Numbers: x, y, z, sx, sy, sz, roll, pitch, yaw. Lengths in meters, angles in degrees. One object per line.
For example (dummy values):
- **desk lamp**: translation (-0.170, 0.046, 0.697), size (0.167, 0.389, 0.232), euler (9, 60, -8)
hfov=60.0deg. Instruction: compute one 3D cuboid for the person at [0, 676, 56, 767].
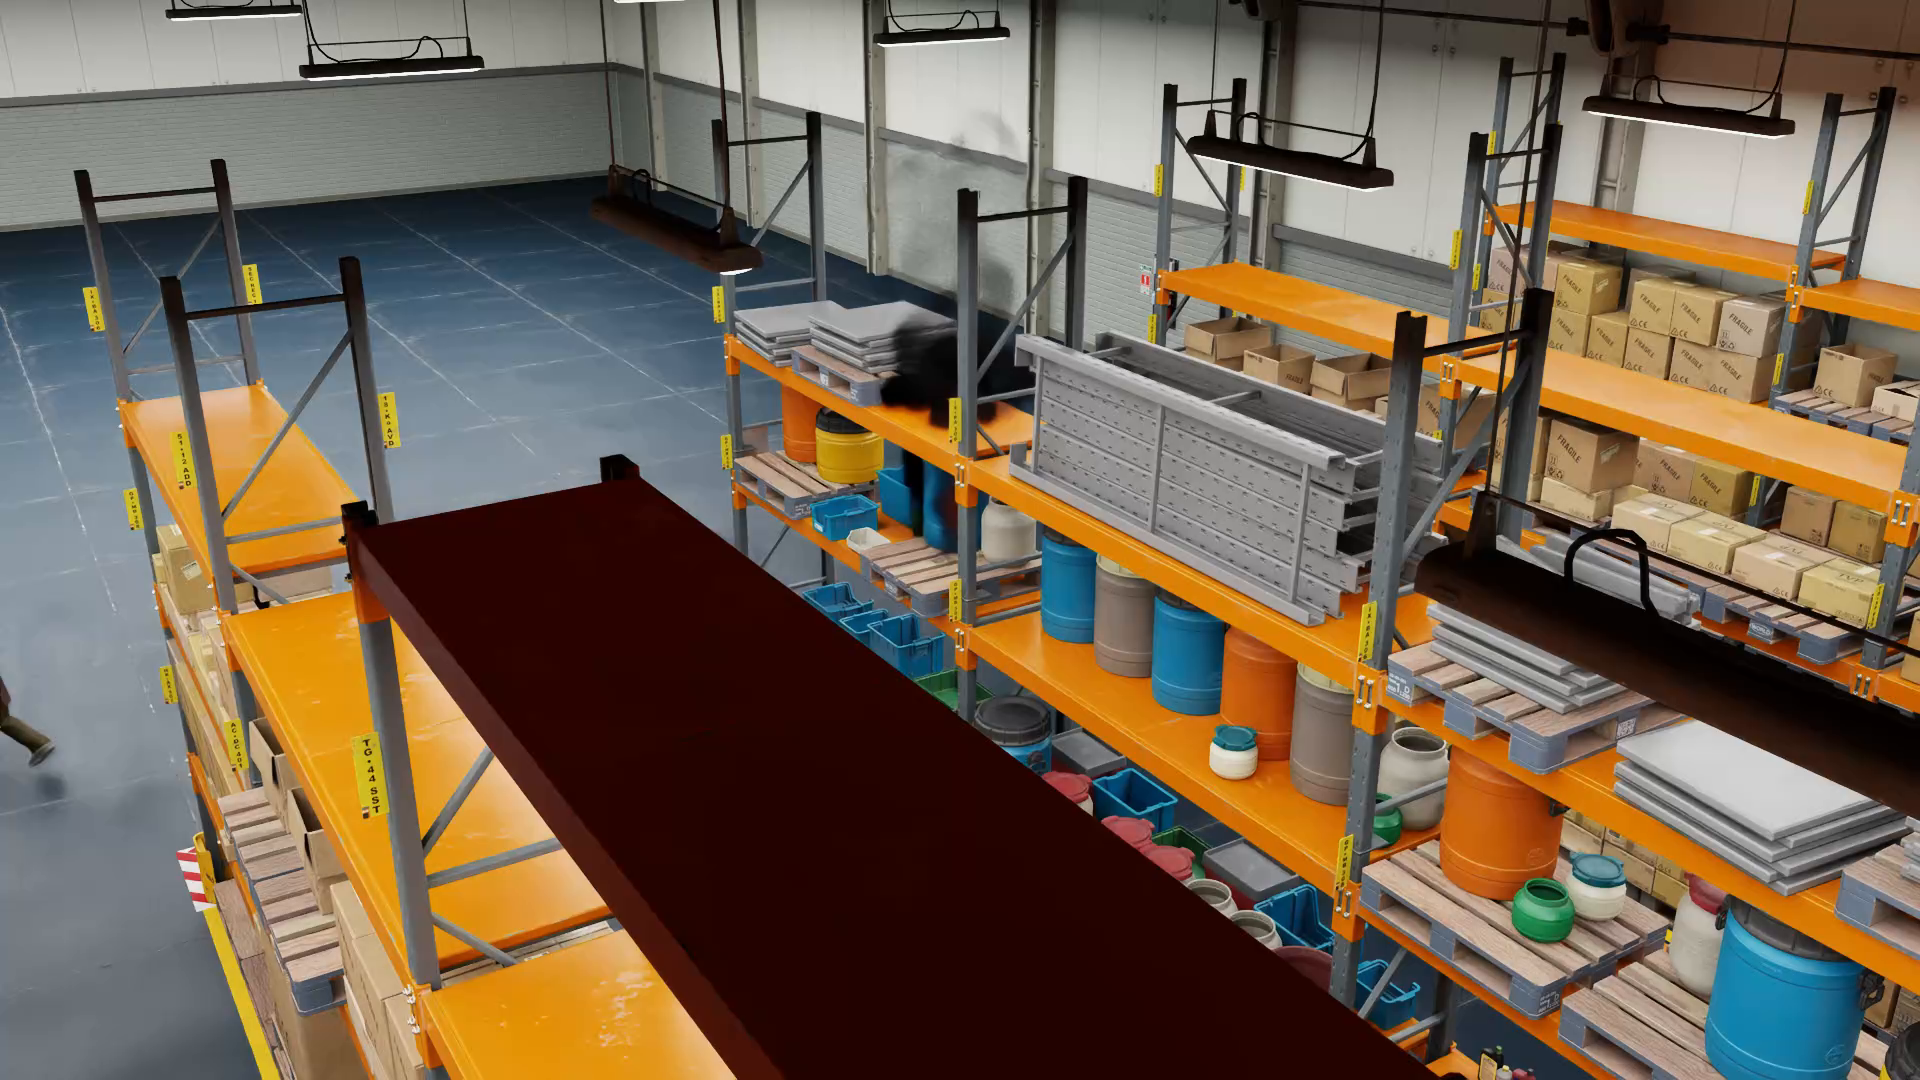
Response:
- **person**: translation (-9.106, 1.406, 15.510), size (1.091, 1.803, 0.740), euler (0, 22, 1)
